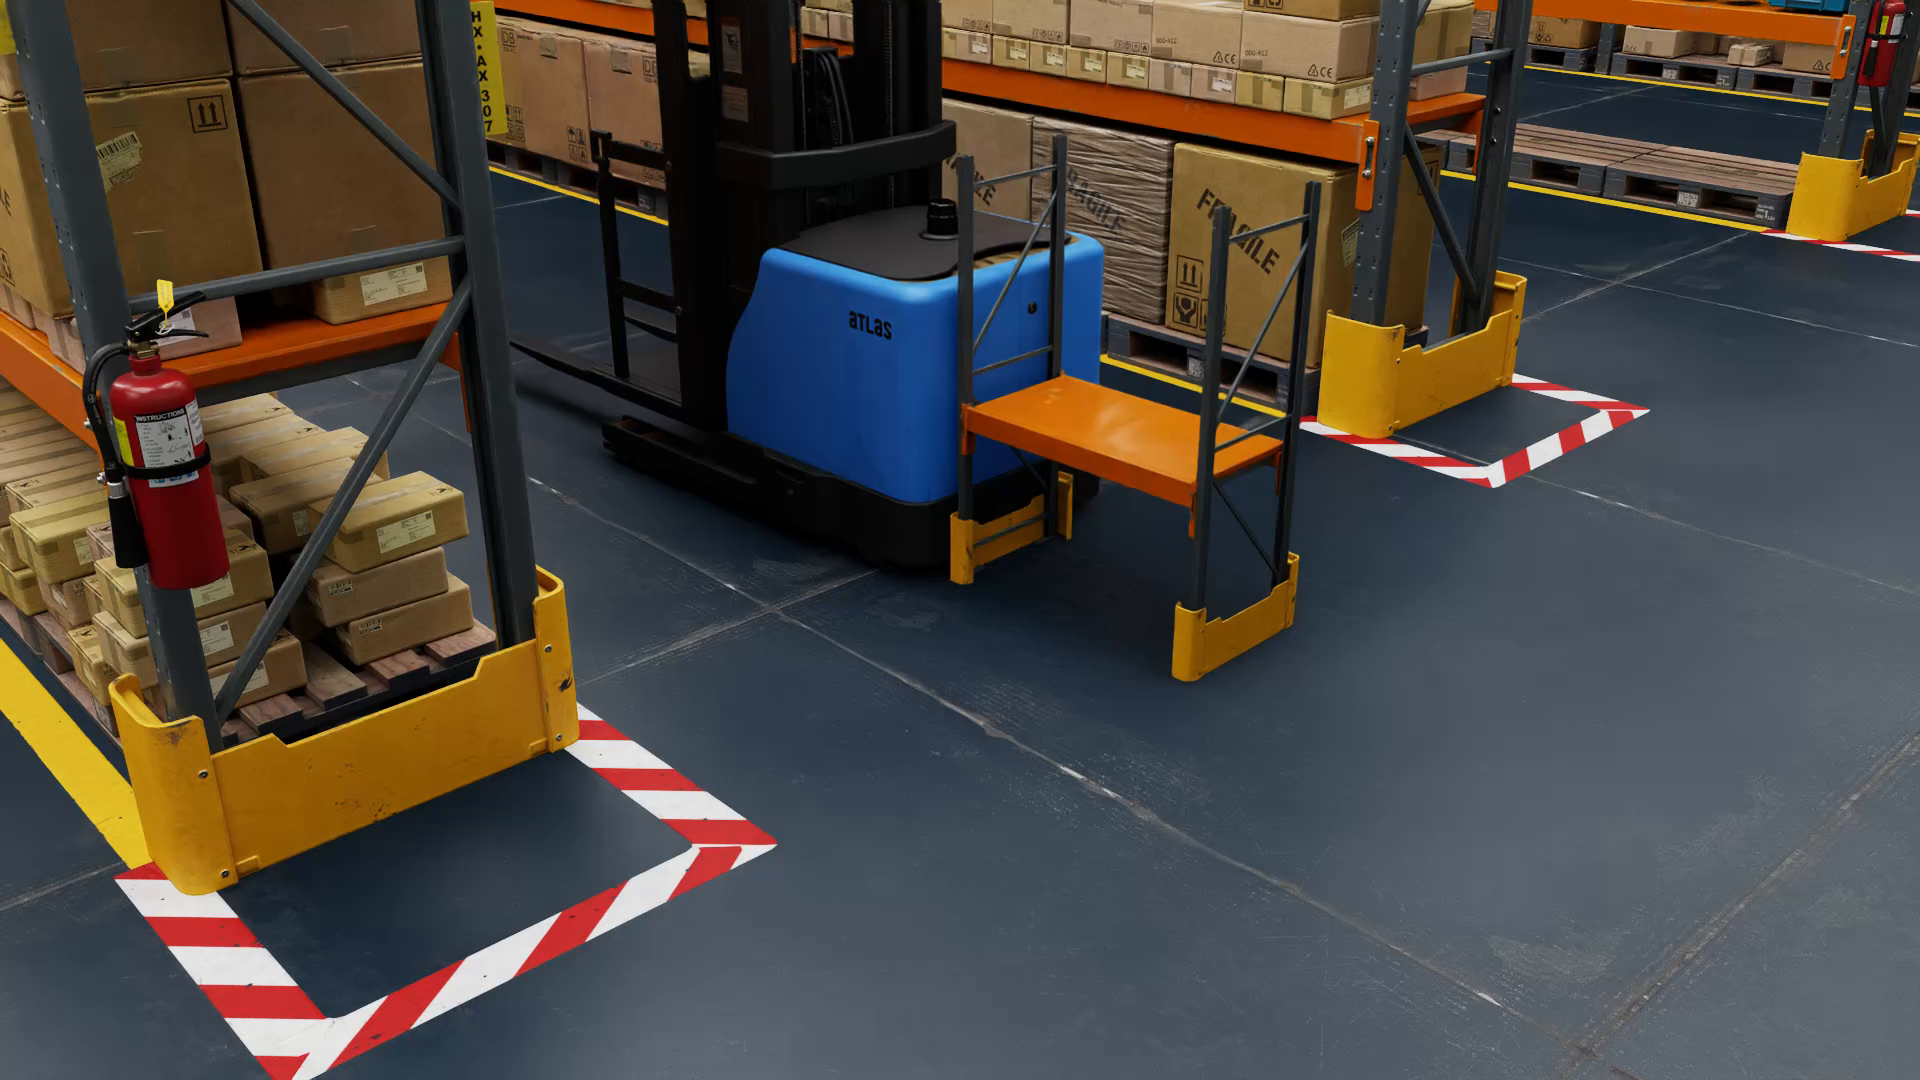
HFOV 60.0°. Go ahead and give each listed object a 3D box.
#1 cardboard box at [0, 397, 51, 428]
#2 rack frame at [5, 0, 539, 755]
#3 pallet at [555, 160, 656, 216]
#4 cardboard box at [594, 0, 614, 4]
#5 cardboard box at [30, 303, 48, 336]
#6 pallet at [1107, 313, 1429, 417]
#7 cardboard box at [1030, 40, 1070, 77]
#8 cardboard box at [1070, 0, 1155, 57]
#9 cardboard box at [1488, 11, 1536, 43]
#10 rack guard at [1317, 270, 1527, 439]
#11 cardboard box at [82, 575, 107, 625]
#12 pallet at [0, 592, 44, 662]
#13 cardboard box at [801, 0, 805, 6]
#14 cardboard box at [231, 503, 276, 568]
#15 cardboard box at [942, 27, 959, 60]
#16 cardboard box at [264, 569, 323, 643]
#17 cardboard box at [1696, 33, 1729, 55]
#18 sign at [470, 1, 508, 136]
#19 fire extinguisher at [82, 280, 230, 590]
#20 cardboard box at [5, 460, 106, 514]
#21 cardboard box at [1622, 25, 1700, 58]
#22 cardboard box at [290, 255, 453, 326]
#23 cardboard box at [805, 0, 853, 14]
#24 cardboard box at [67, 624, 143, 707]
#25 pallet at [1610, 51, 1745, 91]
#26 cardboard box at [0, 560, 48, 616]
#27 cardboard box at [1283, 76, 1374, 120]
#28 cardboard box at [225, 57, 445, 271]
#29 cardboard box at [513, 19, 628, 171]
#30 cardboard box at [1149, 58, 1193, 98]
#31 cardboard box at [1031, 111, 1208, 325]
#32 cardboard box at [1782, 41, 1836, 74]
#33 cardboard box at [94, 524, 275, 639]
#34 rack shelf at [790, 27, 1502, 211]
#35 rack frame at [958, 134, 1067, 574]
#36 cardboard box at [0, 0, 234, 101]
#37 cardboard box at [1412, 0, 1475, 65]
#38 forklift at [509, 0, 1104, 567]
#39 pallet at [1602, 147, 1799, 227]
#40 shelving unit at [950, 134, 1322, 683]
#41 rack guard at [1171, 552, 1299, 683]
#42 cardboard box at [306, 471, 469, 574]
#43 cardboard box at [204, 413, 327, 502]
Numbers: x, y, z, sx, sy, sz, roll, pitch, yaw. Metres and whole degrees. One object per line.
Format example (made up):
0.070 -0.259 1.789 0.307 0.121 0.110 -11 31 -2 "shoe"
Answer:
-3.200 -0.371 5.660 0.380 0.149 0.250 -21 32 -38 "cardboard box"
-1.600 -0.638 4.034 1.000 3.000 0.127 -21 32 -38 "rack frame"
-2.064 -2.540 11.563 1.003 0.211 1.213 -21 32 -38 "pallet"
-2.197 -3.797 10.839 0.500 0.500 0.500 -21 32 -38 "cardboard box"
-2.171 -0.628 4.316 0.380 0.149 0.250 -21 32 -39 "cardboard box"
1.486 -0.966 8.113 1.003 0.211 1.213 -21 32 -38 "pallet"
0.562 -2.378 8.151 0.380 0.149 0.250 -20 32 -37 "cardboard box"
0.871 -2.461 7.853 0.500 0.250 0.500 22 33 40 "cardboard box"
5.712 -5.319 16.776 0.500 0.500 0.500 -21 32 -38 "cardboard box"
2.106 -0.870 7.554 1.175 0.500 0.348 -21 32 -38 "rack guard"
-2.308 0.159 4.857 0.380 0.149 0.250 -22 33 -40 "cardboard box"
-3.011 -0.018 6.035 1.003 0.211 1.213 -21 32 -38 "pallet"
-1.163 -3.336 9.828 0.500 0.500 0.500 -21 32 -38 "cardboard box"
-2.148 -0.047 5.309 0.380 0.149 0.250 -21 32 -38 "cardboard box"
0.032 -2.612 8.664 0.380 0.149 0.250 -22 32 -39 "cardboard box"
-1.963 0.162 5.209 0.380 0.149 0.250 -21 32 -39 "cardboard box"
7.186 -5.006 16.091 0.500 0.500 0.500 -21 32 -38 "cardboard box"
-1.204 -1.186 4.192 0.100 0.325 0.005 -21 32 -38 "sign"
-1.764 -0.226 3.673 0.296 0.674 0.183 -21 32 -38 "fire extinguisher"
-2.677 -0.122 5.116 0.250 0.149 0.380 22 33 40 "cardboard box"
6.719 -4.824 15.919 0.500 0.311 0.500 -21 32 -38 "cardboard box"
-1.582 -0.715 4.505 0.380 0.149 0.250 -22 32 -39 "cardboard box"
-0.514 -3.077 9.202 0.500 0.250 0.500 -22 32 -39 "cardboard box"
-2.361 0.319 4.867 0.380 0.149 0.250 -20 31 -37 "cardboard box"
7.058 -4.558 15.988 1.003 0.211 1.213 -21 32 -38 "pallet"
-2.877 0.084 5.382 0.250 0.149 0.380 22 33 39 "cardboard box"
1.606 -1.915 7.135 0.380 0.149 0.250 -20 32 -38 "cardboard box"
-1.705 -1.033 4.422 0.500 0.500 0.500 -19 31 -36 "cardboard box"
-2.318 -3.175 11.650 1.225 0.875 0.875 -21 32 -38 "cardboard box"
1.086 -2.145 7.642 0.380 0.149 0.250 -21 32 -38 "cardboard box"
0.972 -1.686 8.385 0.875 0.875 0.875 -21 32 -38 "cardboard box"
7.878 -4.532 15.048 0.797 0.503 0.637 -21 32 -38 "cardboard box"
-2.146 0.109 4.609 0.380 0.149 0.250 -21 32 -38 "cardboard box"
0.723 -2.293 8.529 1.077 0.370 4.000 -21 32 -38 "rack shelf"
0.179 -0.622 5.806 0.032 1.500 0.500 22 33 40 "rack frame"
-2.094 -1.342 3.894 0.500 0.500 0.500 -22 33 -39 "cardboard box"
1.959 -2.303 7.508 0.500 0.250 0.500 -22 33 -40 "cardboard box"
-0.857 -1.750 6.555 3.031 2.935 1.130 22 33 40 "forklift"
5.170 -2.412 11.282 1.003 0.211 1.213 -21 32 -38 "pallet"
0.547 -0.471 5.475 1.083 1.500 0.587 22 33 40 "shelving unit"
0.901 0.243 5.416 0.087 0.250 0.587 22 33 40 "rack guard"
-1.710 -0.058 4.975 0.250 0.149 0.380 22 32 39 "cardboard box"
-2.295 -0.271 5.443 0.250 0.149 0.380 22 32 39 "cardboard box"
